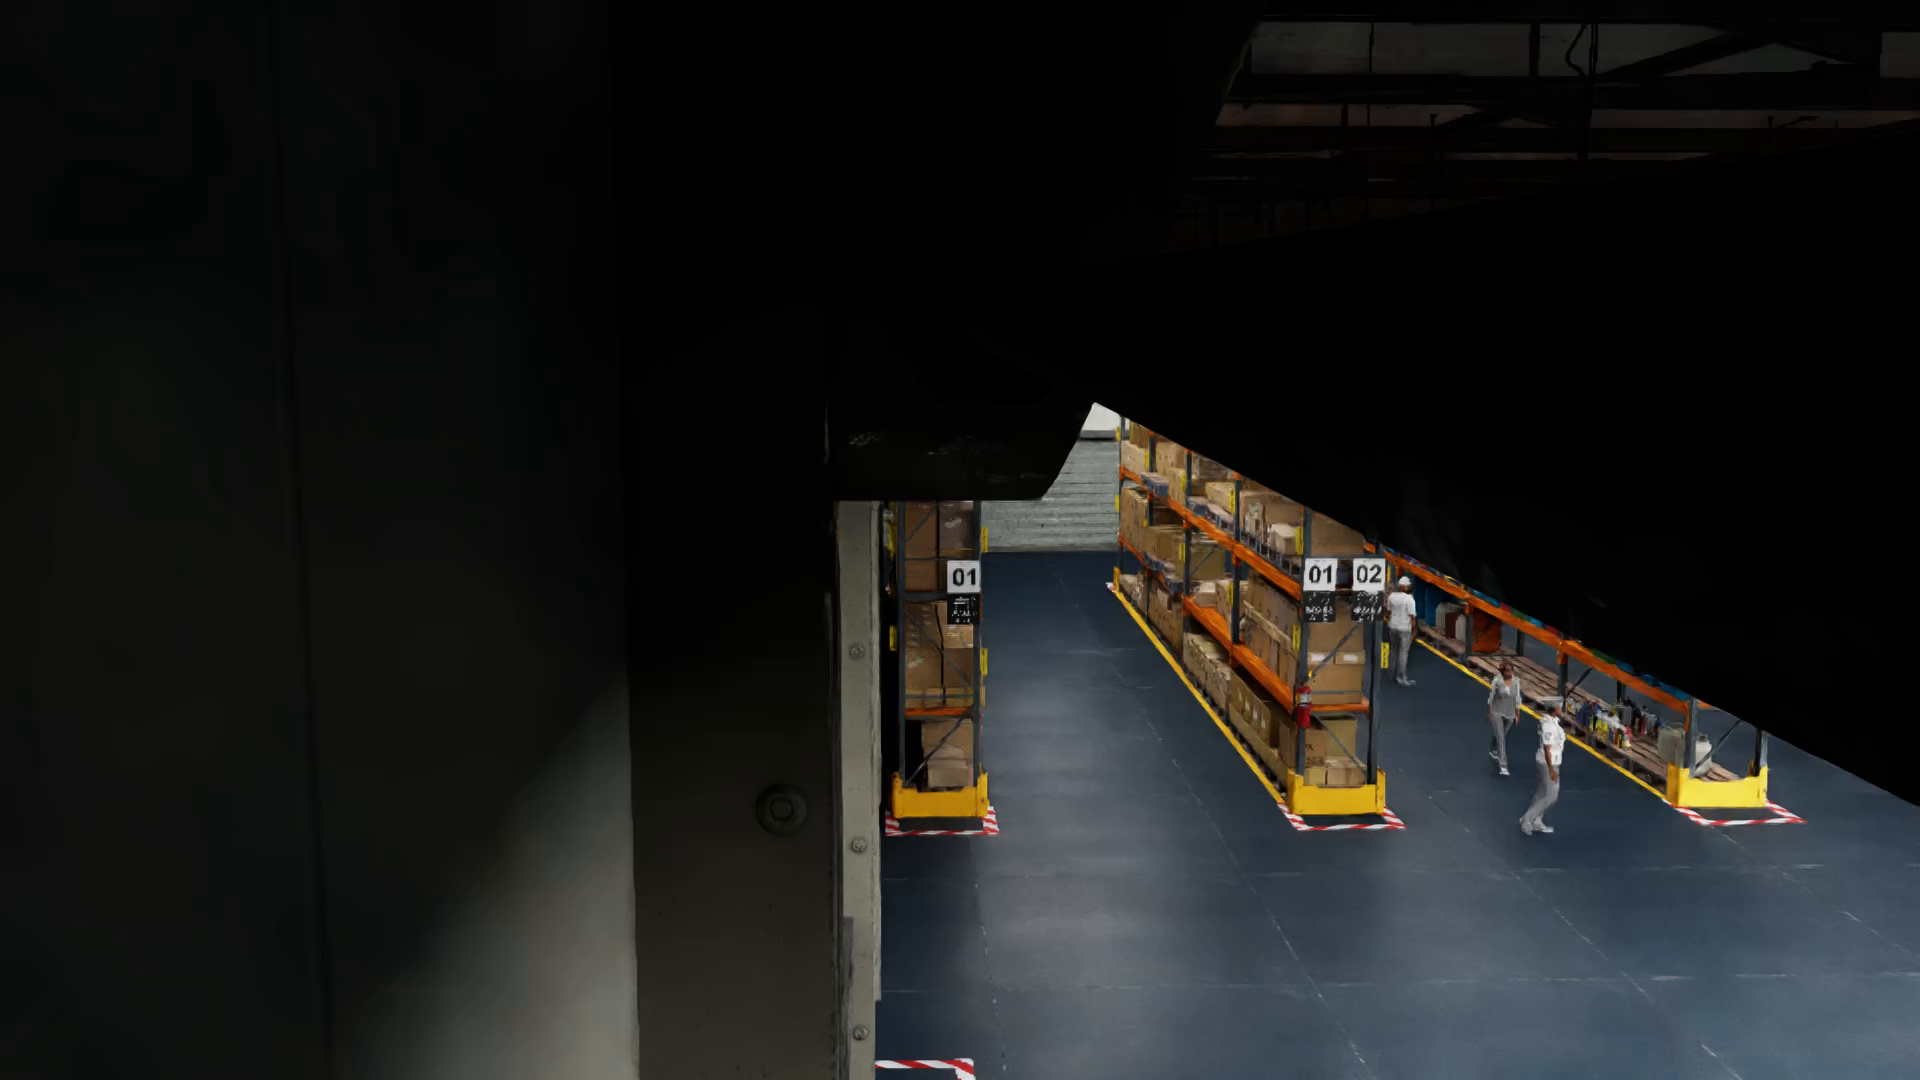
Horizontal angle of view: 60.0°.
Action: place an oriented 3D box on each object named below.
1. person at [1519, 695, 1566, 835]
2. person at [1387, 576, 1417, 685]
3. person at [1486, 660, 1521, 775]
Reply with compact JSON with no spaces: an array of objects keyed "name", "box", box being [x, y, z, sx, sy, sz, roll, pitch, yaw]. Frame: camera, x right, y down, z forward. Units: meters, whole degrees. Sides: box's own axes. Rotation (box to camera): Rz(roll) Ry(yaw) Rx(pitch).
[{"name":"person","box":[6.923,2.676,19.736,0.462,1.655,0.631,4,9,23]},{"name":"person","box":[7.355,1.475,27.587,0.462,1.772,0.649,-5,10,-32]},{"name":"person","box":[7.359,2.347,22.491,0.417,1.525,1.034,-1,8,-4]}]
